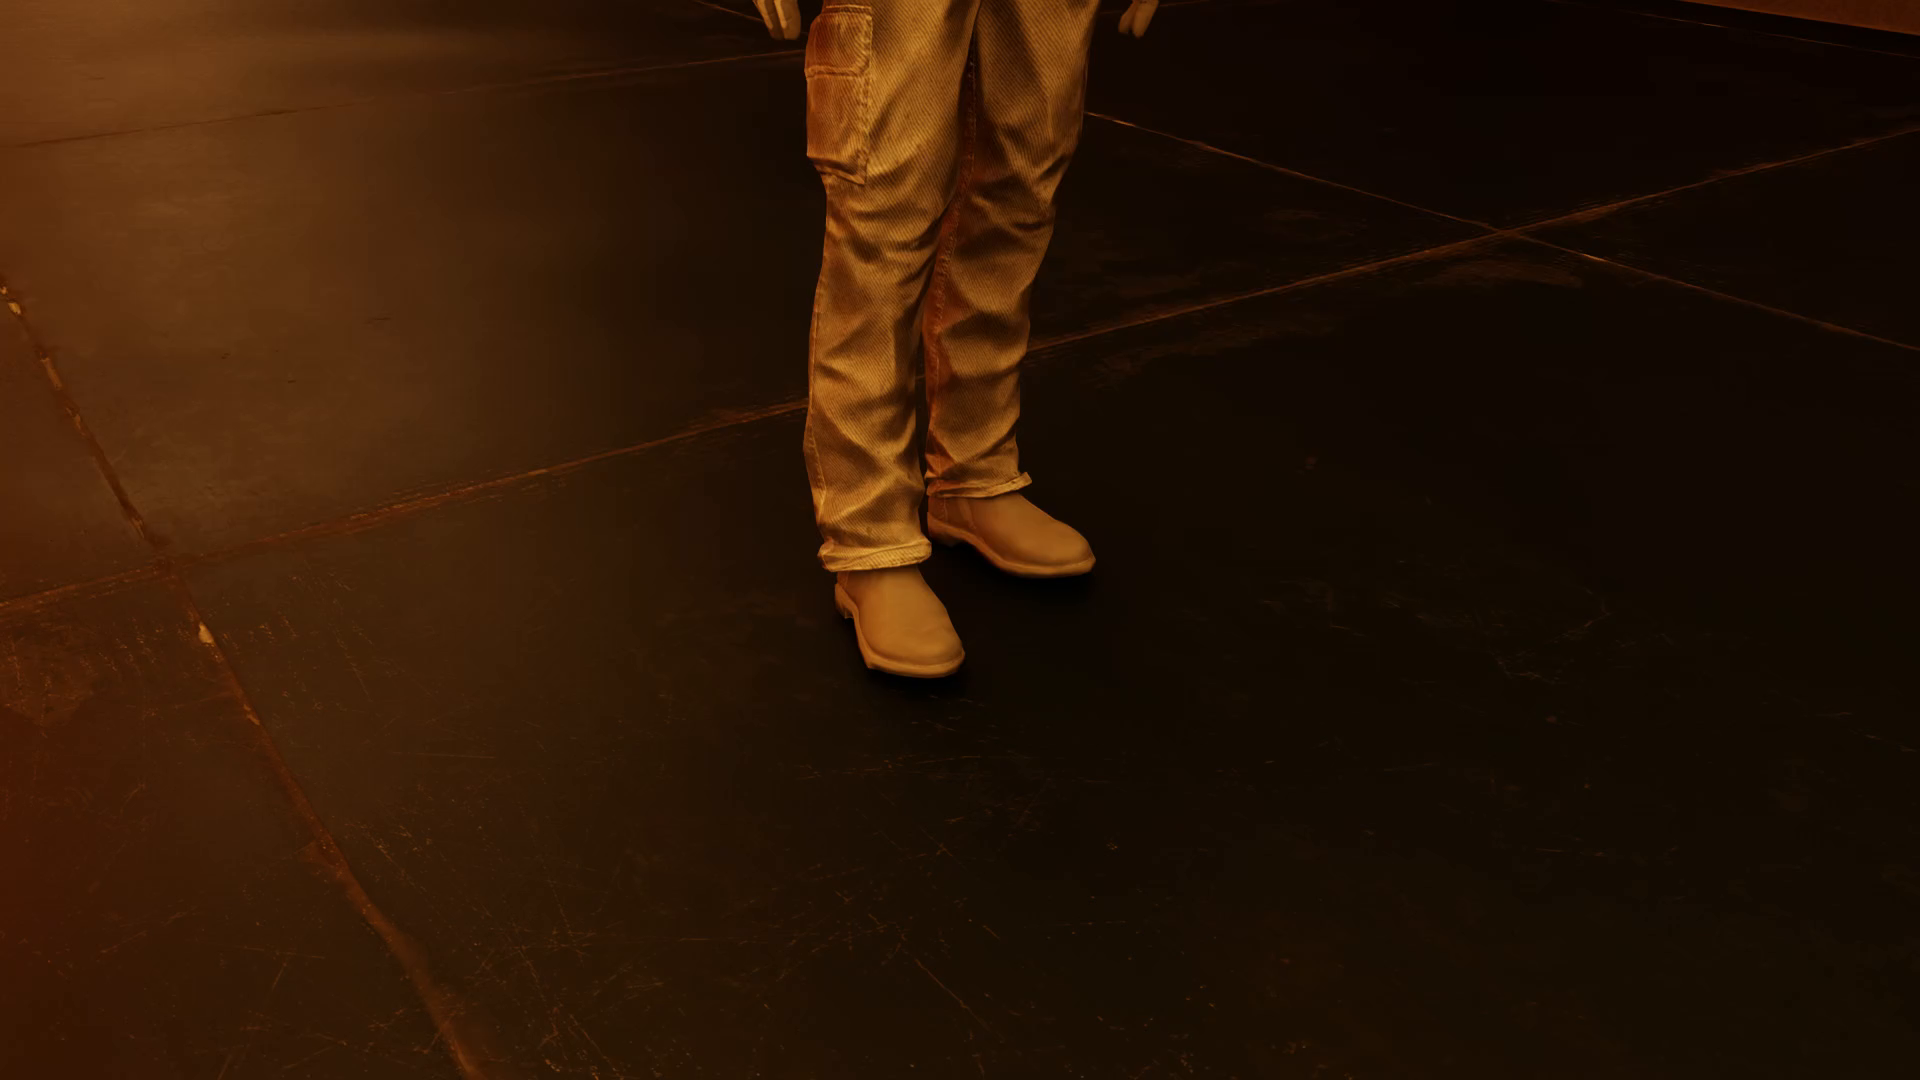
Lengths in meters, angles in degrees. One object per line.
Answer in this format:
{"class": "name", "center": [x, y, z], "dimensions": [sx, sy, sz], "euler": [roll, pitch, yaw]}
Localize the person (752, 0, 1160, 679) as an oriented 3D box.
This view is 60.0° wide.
{"class": "person", "center": [0.035, -0.774, 2.039], "dimensions": [0.656, 1.781, 0.574], "euler": [-17, 31, -31]}
